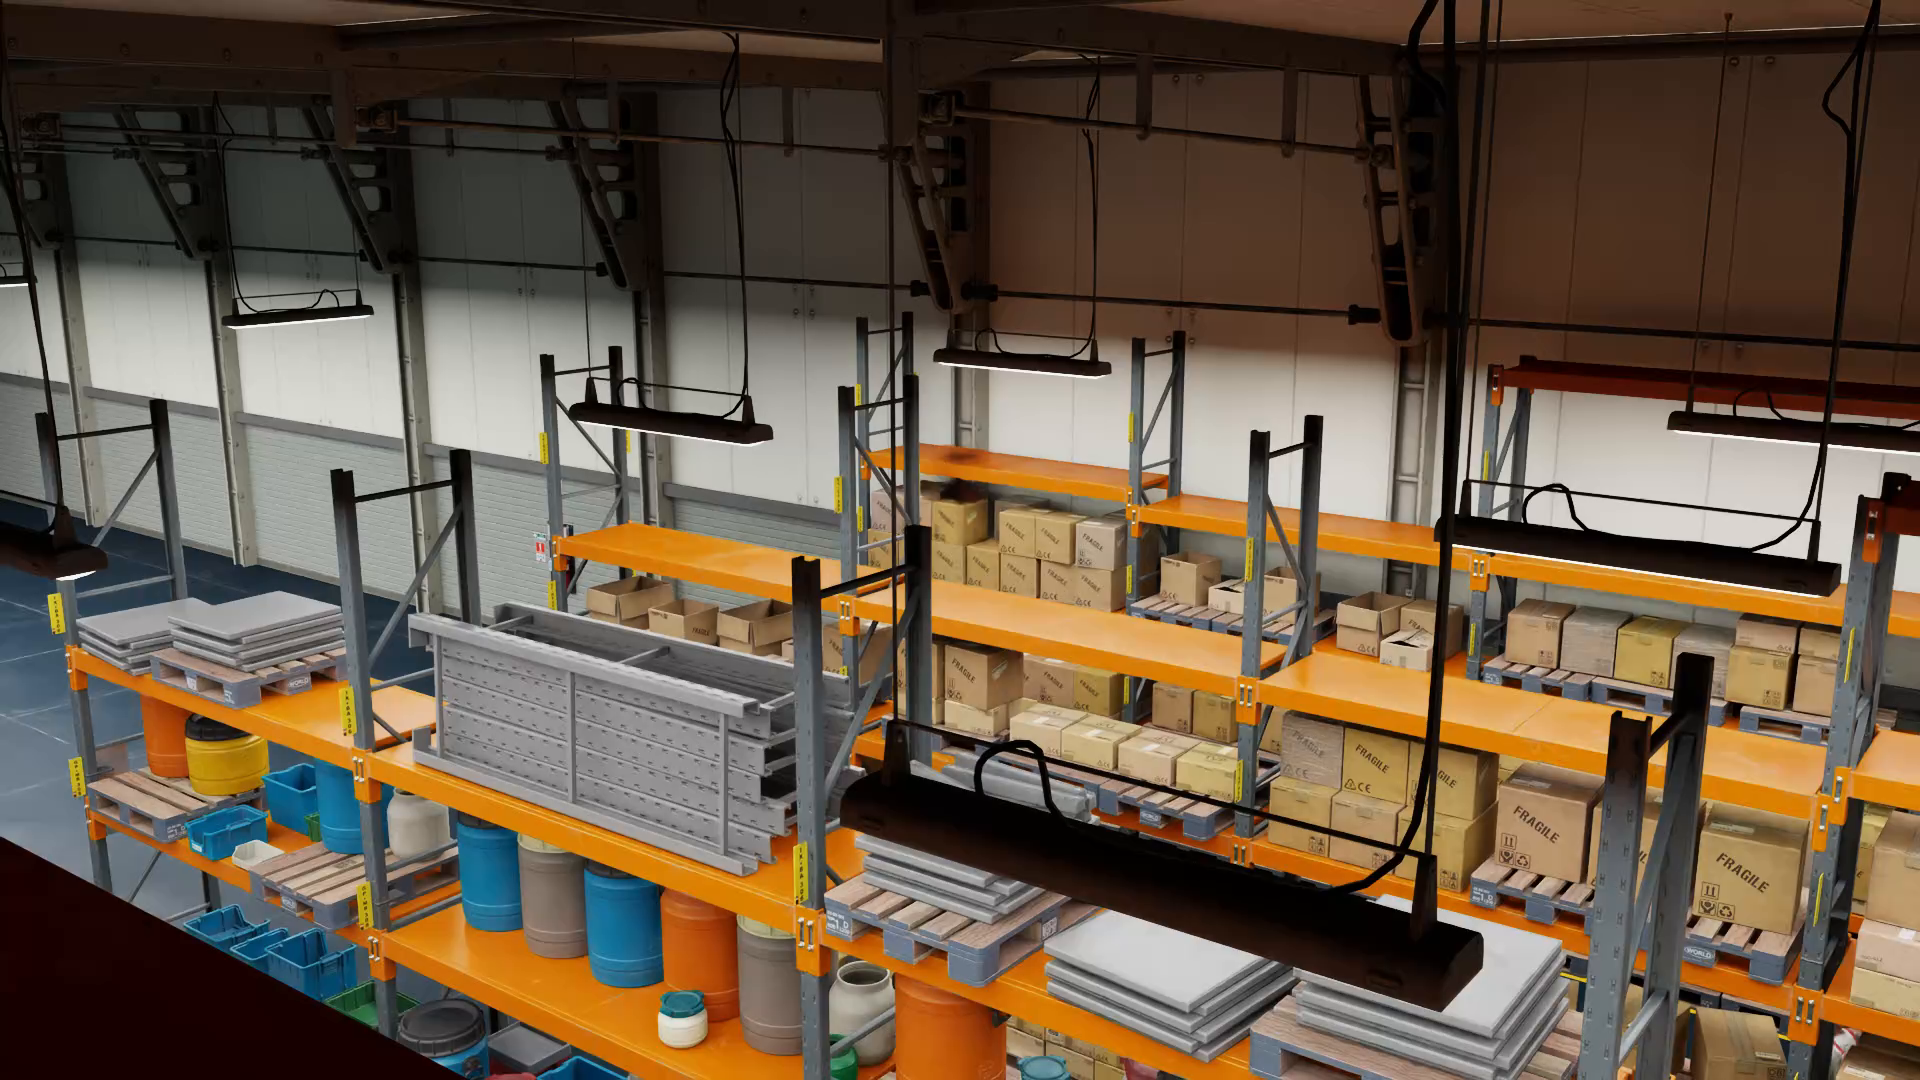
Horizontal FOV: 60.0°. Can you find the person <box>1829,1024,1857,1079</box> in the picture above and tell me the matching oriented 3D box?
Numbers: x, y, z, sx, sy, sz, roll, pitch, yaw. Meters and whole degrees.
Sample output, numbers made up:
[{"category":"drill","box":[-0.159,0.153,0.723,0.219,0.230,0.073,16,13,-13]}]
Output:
[{"category":"person","box":[6.568,4.303,12.771,0.994,1.749,0.613,10,16,36]}]

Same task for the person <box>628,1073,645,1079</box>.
[{"category":"person","box":[-2.535,3.938,14.471,0.697,1.747,0.635,11,17,40]}]
